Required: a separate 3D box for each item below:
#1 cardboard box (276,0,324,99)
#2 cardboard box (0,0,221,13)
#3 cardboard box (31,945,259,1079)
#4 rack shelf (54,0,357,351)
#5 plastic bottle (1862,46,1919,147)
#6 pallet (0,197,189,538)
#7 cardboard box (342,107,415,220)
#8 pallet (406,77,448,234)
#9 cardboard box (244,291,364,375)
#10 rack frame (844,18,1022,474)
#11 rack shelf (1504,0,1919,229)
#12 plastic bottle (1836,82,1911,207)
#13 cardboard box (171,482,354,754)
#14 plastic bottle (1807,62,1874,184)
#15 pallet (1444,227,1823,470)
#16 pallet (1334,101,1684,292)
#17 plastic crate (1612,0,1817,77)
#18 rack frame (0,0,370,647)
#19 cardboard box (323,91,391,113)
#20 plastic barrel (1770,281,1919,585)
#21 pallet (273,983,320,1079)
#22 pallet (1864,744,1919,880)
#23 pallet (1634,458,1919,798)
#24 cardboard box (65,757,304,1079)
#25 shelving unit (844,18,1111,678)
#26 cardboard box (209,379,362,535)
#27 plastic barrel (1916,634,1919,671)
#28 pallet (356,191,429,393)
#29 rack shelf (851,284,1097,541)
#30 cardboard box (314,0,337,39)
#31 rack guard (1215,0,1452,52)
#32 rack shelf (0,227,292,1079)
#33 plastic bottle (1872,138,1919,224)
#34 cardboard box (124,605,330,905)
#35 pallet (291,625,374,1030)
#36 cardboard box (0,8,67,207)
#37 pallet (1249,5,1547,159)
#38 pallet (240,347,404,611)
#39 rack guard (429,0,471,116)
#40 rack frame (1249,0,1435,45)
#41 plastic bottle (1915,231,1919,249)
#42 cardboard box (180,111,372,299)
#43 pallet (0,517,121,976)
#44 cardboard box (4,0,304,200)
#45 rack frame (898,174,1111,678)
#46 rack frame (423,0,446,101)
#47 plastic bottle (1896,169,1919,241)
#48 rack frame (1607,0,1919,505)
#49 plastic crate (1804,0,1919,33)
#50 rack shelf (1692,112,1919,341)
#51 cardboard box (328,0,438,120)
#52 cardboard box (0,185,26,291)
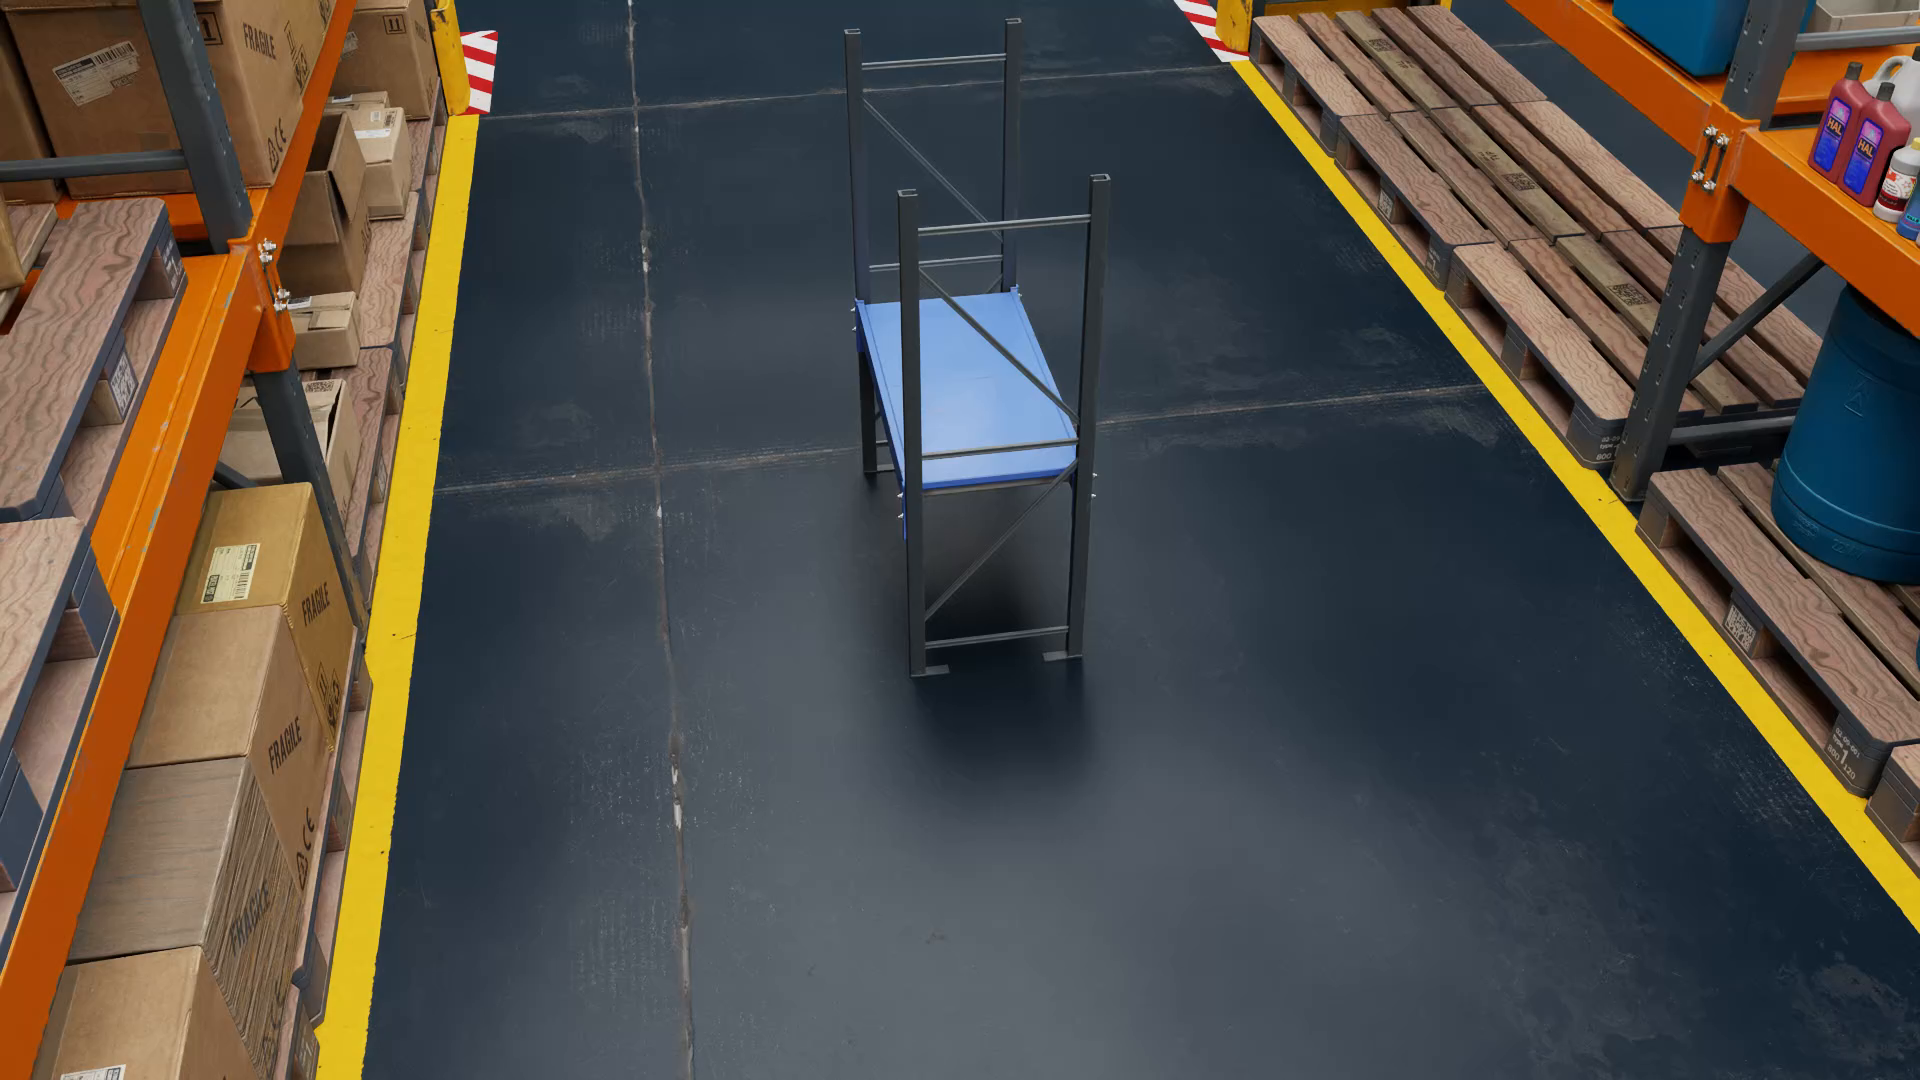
[{"bbox_3d":[-2.151,-1.544,4.711,0.500,0.500,0.500,-6,38,-7],"label":"cardboard box"},{"bbox_3d":[-2.043,-1.608,3.978,0.500,0.500,0.500,-5,38,-7],"label":"cardboard box"},{"bbox_3d":[-1.611,1.131,3.028,0.500,0.500,0.500,-7,38,-9],"label":"cardboard box"},{"bbox_3d":[-2.588,-1.783,5.686,1.077,0.370,4.000,-6,38,-8],"label":"rack shelf"},{"bbox_3d":[2.390,-1.098,4.259,0.144,0.351,0.185,-6,38,-8],"label":"plastic bottle"},{"bbox_3d":[-2.204,-0.289,3.333,1.003,0.211,1.213,-6,38,-8],"label":"pallet"},{"bbox_3d":[-2.464,-1.484,6.598,0.500,0.250,0.500,-6,38,-8],"label":"cardboard box"},{"bbox_3d":[-2.784,-1.646,7.197,1.003,0.211,1.213,-6,38,-8],"label":"pallet"},{"bbox_3d":[-2.259,-0.712,5.672,0.380,0.166,0.250,-6,38,-8],"label":"cardboard box"},{"bbox_3d":[-0.074,-0.848,5.119,0.500,1.500,0.032,-6,38,-8],"label":"rack frame"},{"bbox_3d":[2.290,-2.313,6.369,1.077,0.370,4.000,-6,38,-8],"label":"rack shelf"},{"bbox_3d":[2.308,-0.995,4.181,0.061,0.283,0.133,-6,38,-8],"label":"plastic bottle"},{"bbox_3d":[-1.868,0.222,4.198,0.500,0.500,0.500,-6,38,-8],"label":"cardboard box"},{"bbox_3d":[2.284,-1.076,4.285,0.061,0.283,0.133,-6,38,-8],"label":"plastic bottle"},{"bbox_3d":[2.473,-0.728,6.015,1.003,0.211,1.213,-6,38,-8],"label":"pallet"},{"bbox_3d":[2.256,-1.467,6.966,1.003,0.211,1.213,-6,38,-8],"label":"pallet"},{"bbox_3d":[2.223,-1.652,4.896,0.392,0.384,0.575,-6,38,-8],"label":"plastic crate"},{"bbox_3d":[-2.237,-0.859,3.911,1.000,3.000,0.127,-6,38,-8],"label":"rack frame"},{"bbox_3d":[-2.618,-1.773,7.039,0.380,0.166,0.250,-6,38,-8],"label":"cardboard box"},{"bbox_3d":[2.719,-0.396,4.683,0.600,0.901,0.708,-6,38,-8],"label":"plastic barrel"},{"bbox_3d":[-1.840,1.468,3.188,1.003,0.211,1.213,-6,38,-8],"label":"pallet"},{"bbox_3d":[2.952,0.921,3.893,1.003,0.211,1.213,-6,38,-8],"label":"pallet"},{"bbox_3d":[2.734,0.182,4.843,1.003,0.211,1.213,-6,38,-8],"label":"pallet"},{"bbox_3d":[-1.703,0.824,3.423,0.500,0.500,0.500,-6,38,-7],"label":"cardboard box"},{"bbox_3d":[0.015,-0.541,4.724,0.538,1.500,1.048,-6,38,-8],"label":"shelving unit"},{"bbox_3d":[-2.098,-0.248,4.957,0.500,0.311,0.500,-6,38,-8],"label":"cardboard box"},{"bbox_3d":[2.843,0.032,4.132,0.600,0.901,0.708,-6,38,-8],"label":"plastic barrel"},{"bbox_3d":[-2.574,-0.911,6.251,1.003,0.211,1.213,-6,38,-8],"label":"pallet"},{"bbox_3d":[0.015,-0.399,4.834,0.538,0.185,1.000,-6,38,-8],"label":"rack shelf"},{"bbox_3d":[-2.237,-1.847,5.101,0.500,0.500,0.500,-6,38,-8],"label":"cardboard box"},{"bbox_3d":[1.922,-2.831,8.487,1.175,0.500,0.348,-6,38,-8],"label":"rack guard"},{"bbox_3d":[-1.886,0.633,2.576,1.077,0.370,4.000,-6,38,-8],"label":"rack shelf"},{"bbox_3d":[2.346,-0.895,4.119,0.097,0.201,0.097,0,38,0],"label":"plastic bottle"},{"bbox_3d":[-1.790,0.521,3.813,0.500,0.500,0.500,-6,38,-8],"label":"cardboard box"},{"bbox_3d":[-2.057,0.730,4.139,1.003,0.211,1.213,-6,38,-8],"label":"pallet"},{"bbox_3d":[-2.577,-1.173,4.233,0.500,0.500,0.500,-6,38,-7],"label":"cardboard box"},{"bbox_3d":[2.045,-2.202,7.912,1.003,0.211,1.213,-6,38,-8],"label":"pallet"},{"bbox_3d":[-2.357,-0.172,5.300,1.003,0.211,1.213,-6,38,-8],"label":"pallet"},{"bbox_3d":[-2.925,-2.242,7.728,1.175,0.500,0.348,-6,38,-8],"label":"rack guard"},{"bbox_3d":[1.939,-3.805,7.703,1.000,3.000,0.127,-6,38,-8],"label":"rack frame"},{"bbox_3d":[2.410,-0.799,3.934,0.152,0.276,0.135,-6,38,-8],"label":"plastic bottle"},{"bbox_3d":[-2.572,-1.181,6.001,0.797,0.503,0.637,-6,38,-8],"label":"cardboard box"},{"bbox_3d":[-1.881,0.459,2.371,1.003,0.211,1.213,-6,38,-8],"label":"pallet"},{"bbox_3d":[-2.058,-1.235,4.314,0.500,0.500,0.500,-5,38,-7],"label":"cardboard box"},{"bbox_3d":[0.104,-0.234,4.328,0.500,1.500,0.032,-6,38,-8],"label":"rack frame"},{"bbox_3d":[-2.938,-3.275,7.020,1.000,3.000,0.127,-6,38,-8],"label":"rack frame"},{"bbox_3d":[2.363,-0.864,4.022,0.097,0.271,0.097,0,38,0],"label":"plastic bottle"},{"bbox_3d":[2.640,-1.389,4.593,1.000,3.000,0.127,-6,38,-8],"label":"rack frame"},{"bbox_3d":[2.699,-1.605,5.037,0.396,0.136,0.243,-6,38,-8],"label":"plastic crate"},{"bbox_3d":[2.991,0.103,3.259,1.077,0.370,4.000,-6,38,-8],"label":"rack shelf"},{"bbox_3d":[-2.601,-2.160,7.264,0.500,0.500,0.500,-6,38,-8],"label":"cardboard box"},{"bbox_3d":[-2.374,-0.754,3.352,0.700,0.500,0.500,-19,42,-23],"label":"cardboard box"}]
